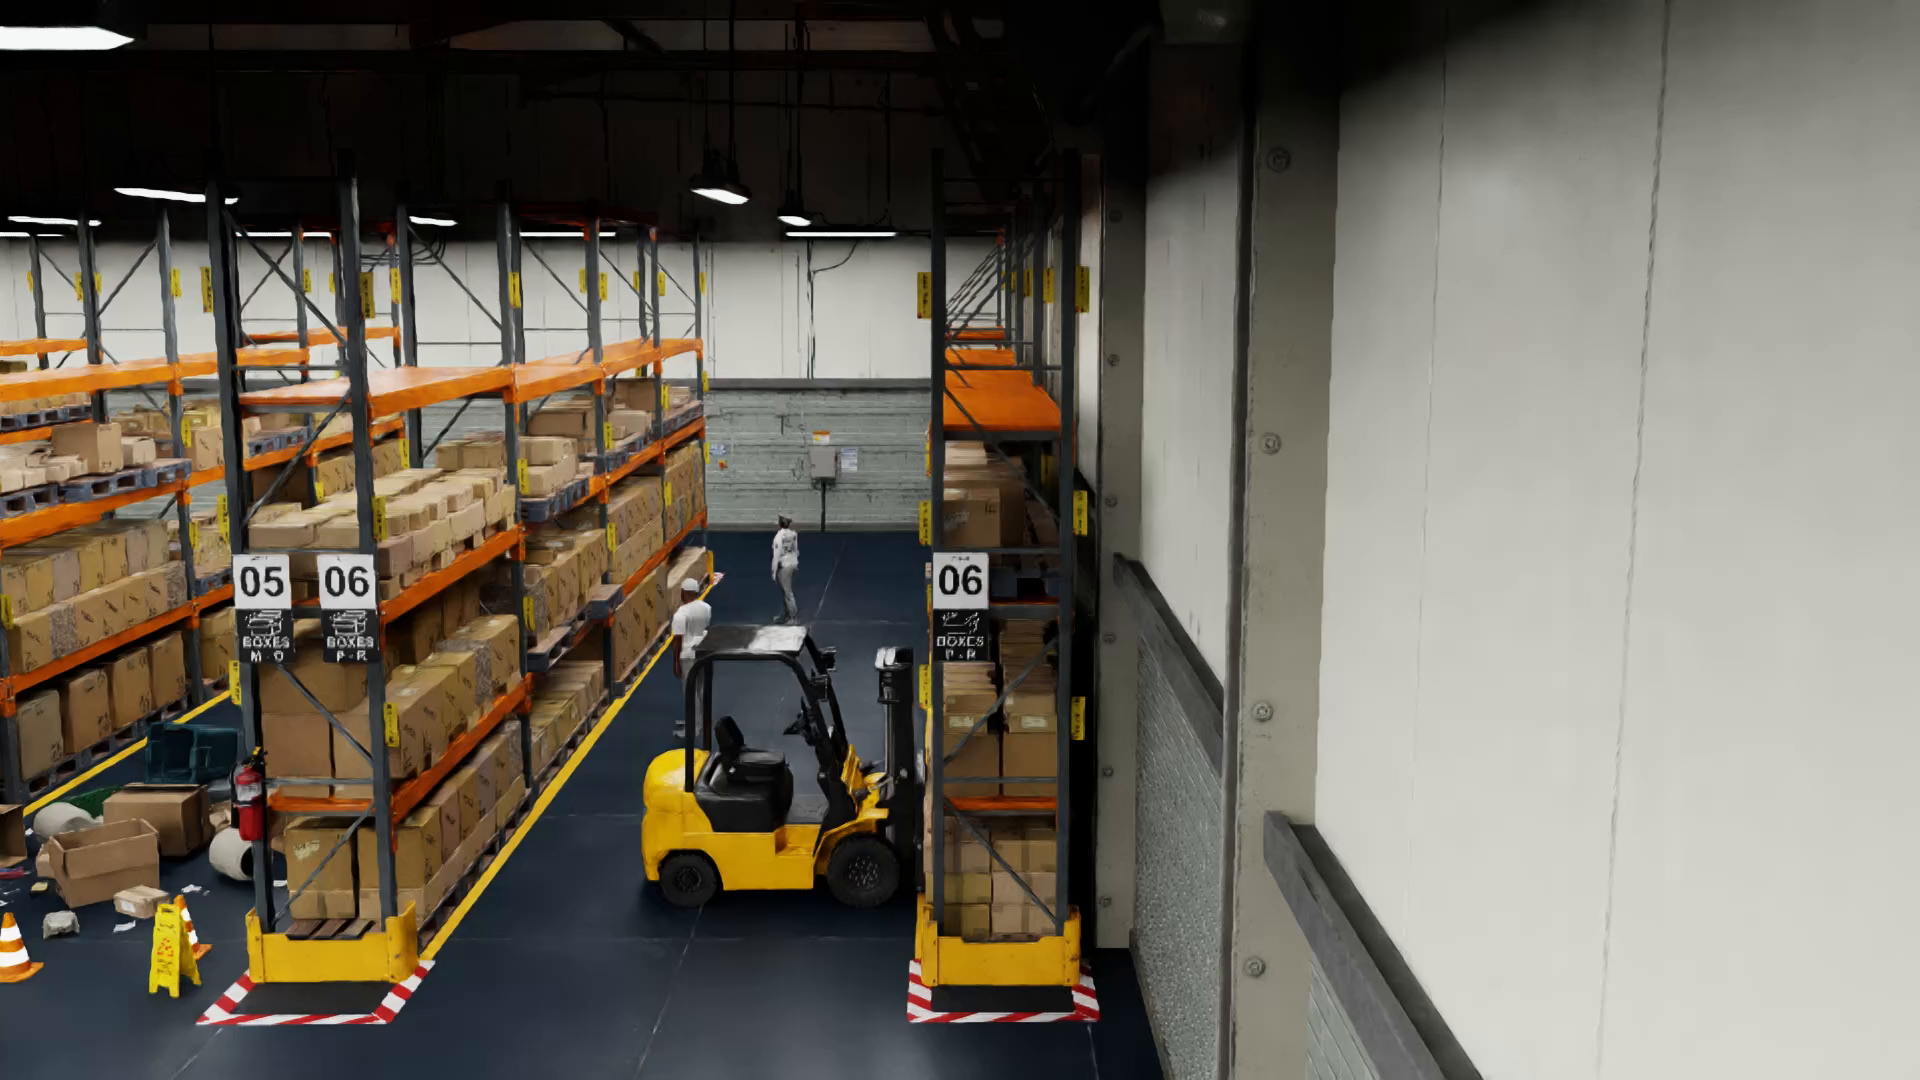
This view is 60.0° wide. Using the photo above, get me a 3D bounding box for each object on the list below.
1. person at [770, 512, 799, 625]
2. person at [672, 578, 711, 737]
[{"bbox_3d":[-2.585,0.420,24.504,0.551,1.664,0.573,4,10,25],"label":"person"},{"bbox_3d":[-3.072,1.298,18.735,0.491,1.765,0.625,5,11,30],"label":"person"}]
